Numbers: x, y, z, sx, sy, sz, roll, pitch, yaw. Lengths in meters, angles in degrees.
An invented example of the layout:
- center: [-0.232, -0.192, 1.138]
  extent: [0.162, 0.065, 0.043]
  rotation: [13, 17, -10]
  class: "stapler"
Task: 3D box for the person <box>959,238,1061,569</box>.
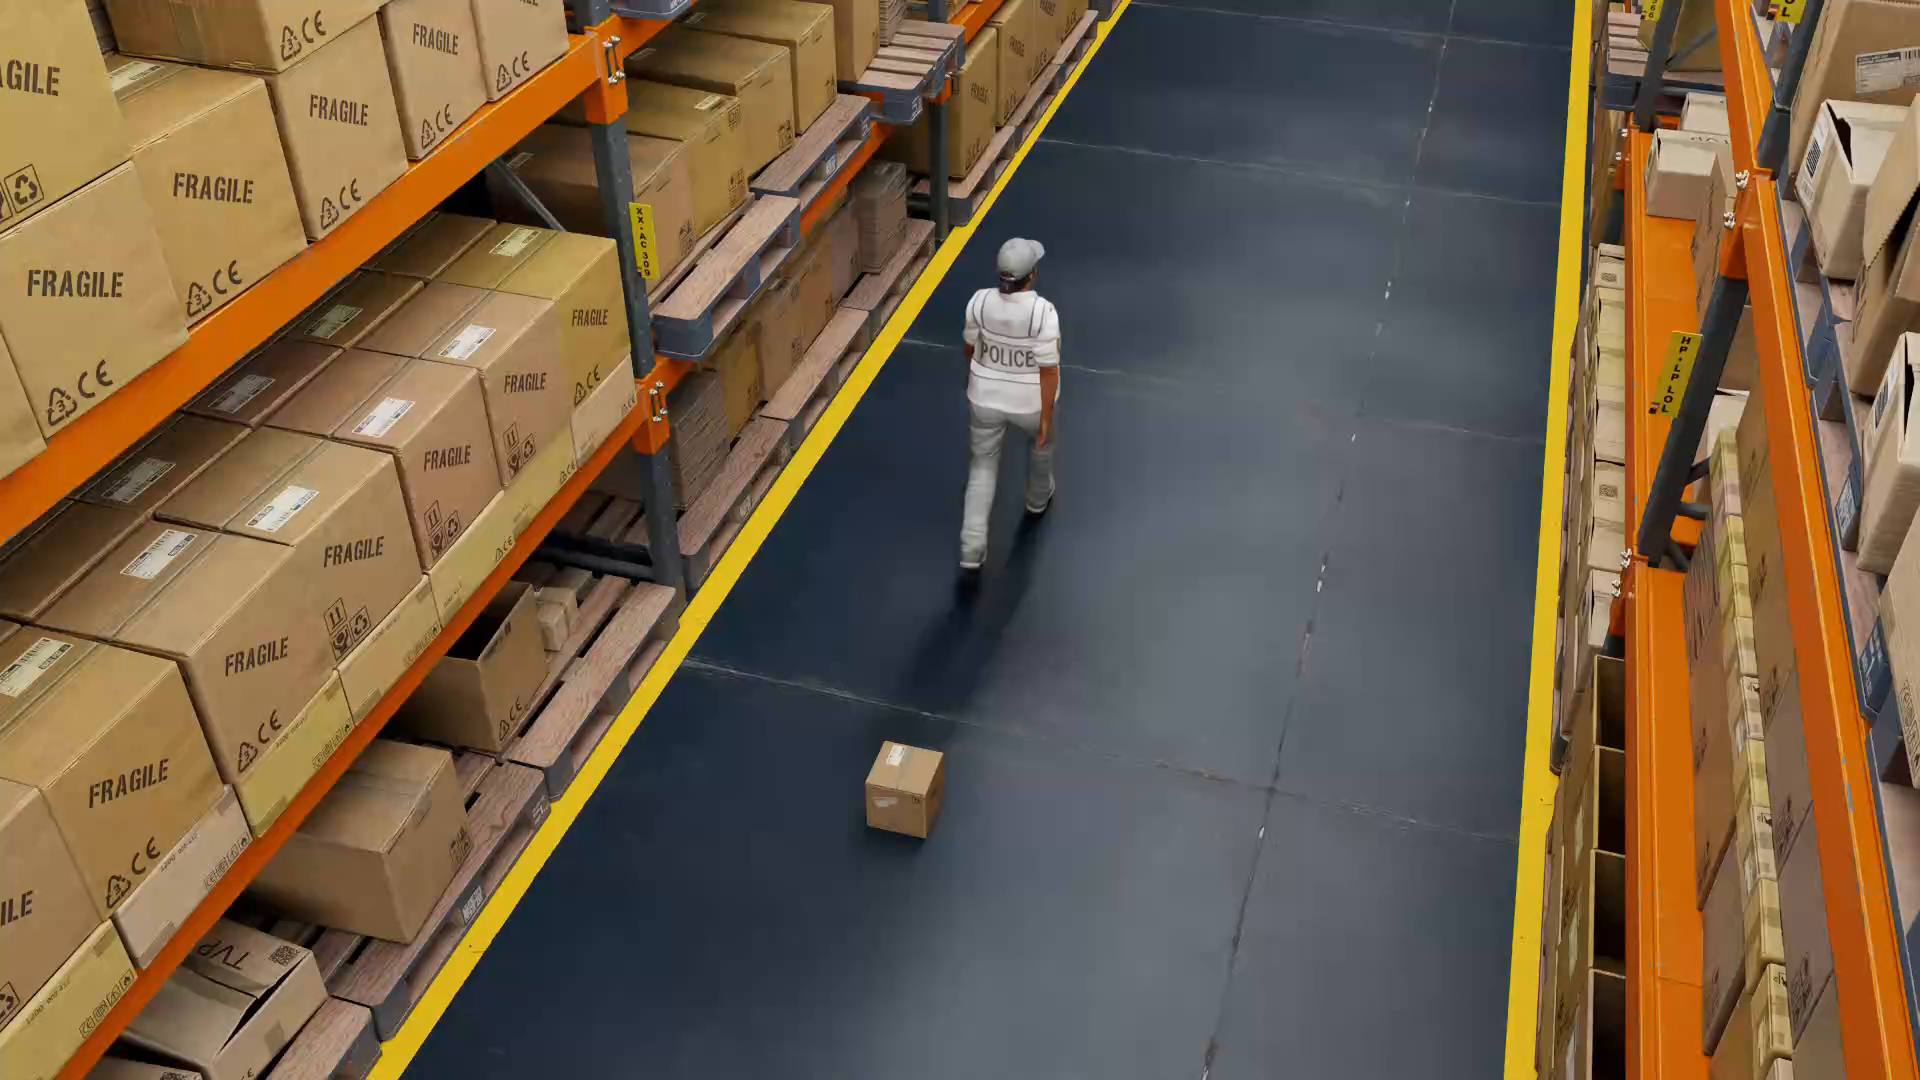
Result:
- center: [0.235, -0.670, 7.761]
  extent: [0.475, 1.612, 0.999]
  rotation: [8, 38, 10]
  class: "person"
